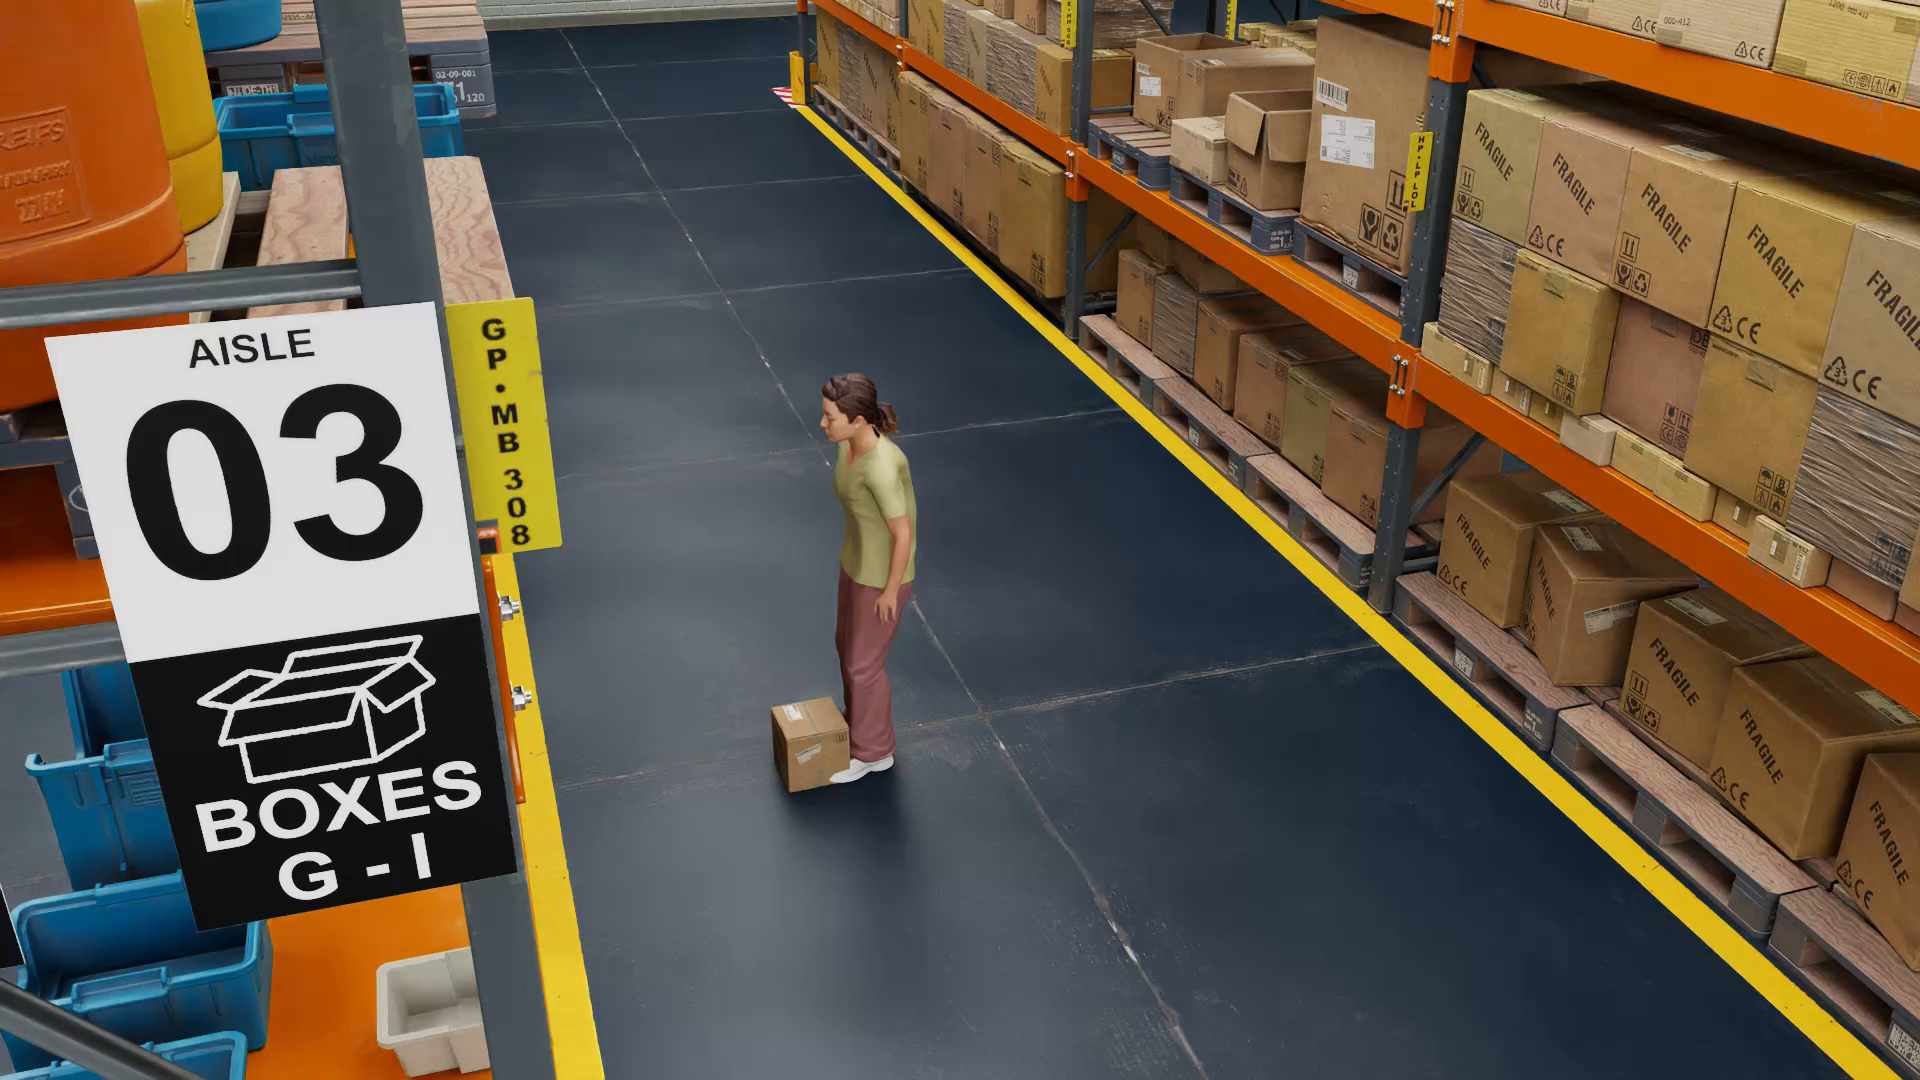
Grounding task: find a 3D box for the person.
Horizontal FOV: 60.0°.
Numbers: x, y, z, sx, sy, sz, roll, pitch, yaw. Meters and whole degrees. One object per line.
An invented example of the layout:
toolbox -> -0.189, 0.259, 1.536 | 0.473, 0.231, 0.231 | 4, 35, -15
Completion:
person -> -0.382, 0.137, 6.341 | 0.416, 1.671, 0.506 | -10, 28, -18
